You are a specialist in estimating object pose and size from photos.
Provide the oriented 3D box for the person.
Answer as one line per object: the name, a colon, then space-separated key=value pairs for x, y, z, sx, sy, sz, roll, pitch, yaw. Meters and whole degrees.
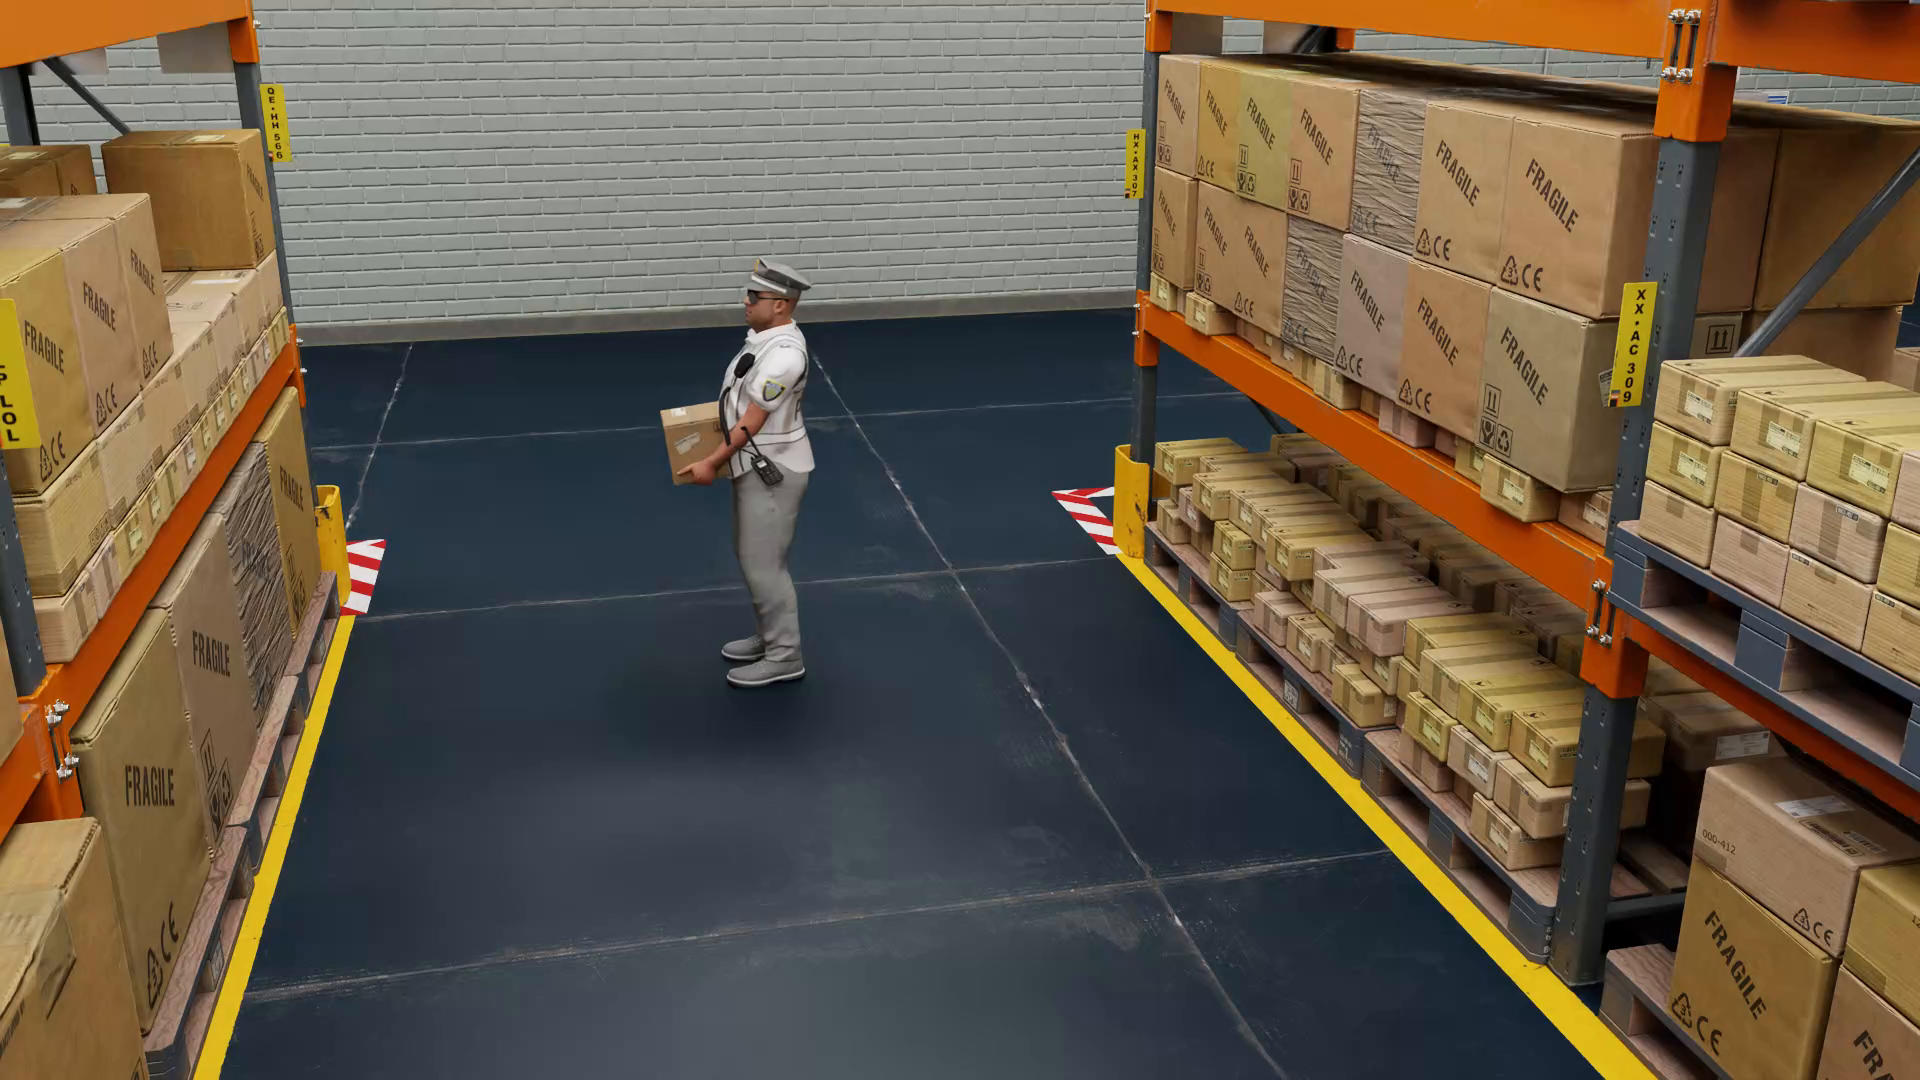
person: x=-0.876 y=-0.280 z=6.824 sx=0.573 sy=1.767 sz=0.494 roll=-4 pitch=20 yaw=-12
